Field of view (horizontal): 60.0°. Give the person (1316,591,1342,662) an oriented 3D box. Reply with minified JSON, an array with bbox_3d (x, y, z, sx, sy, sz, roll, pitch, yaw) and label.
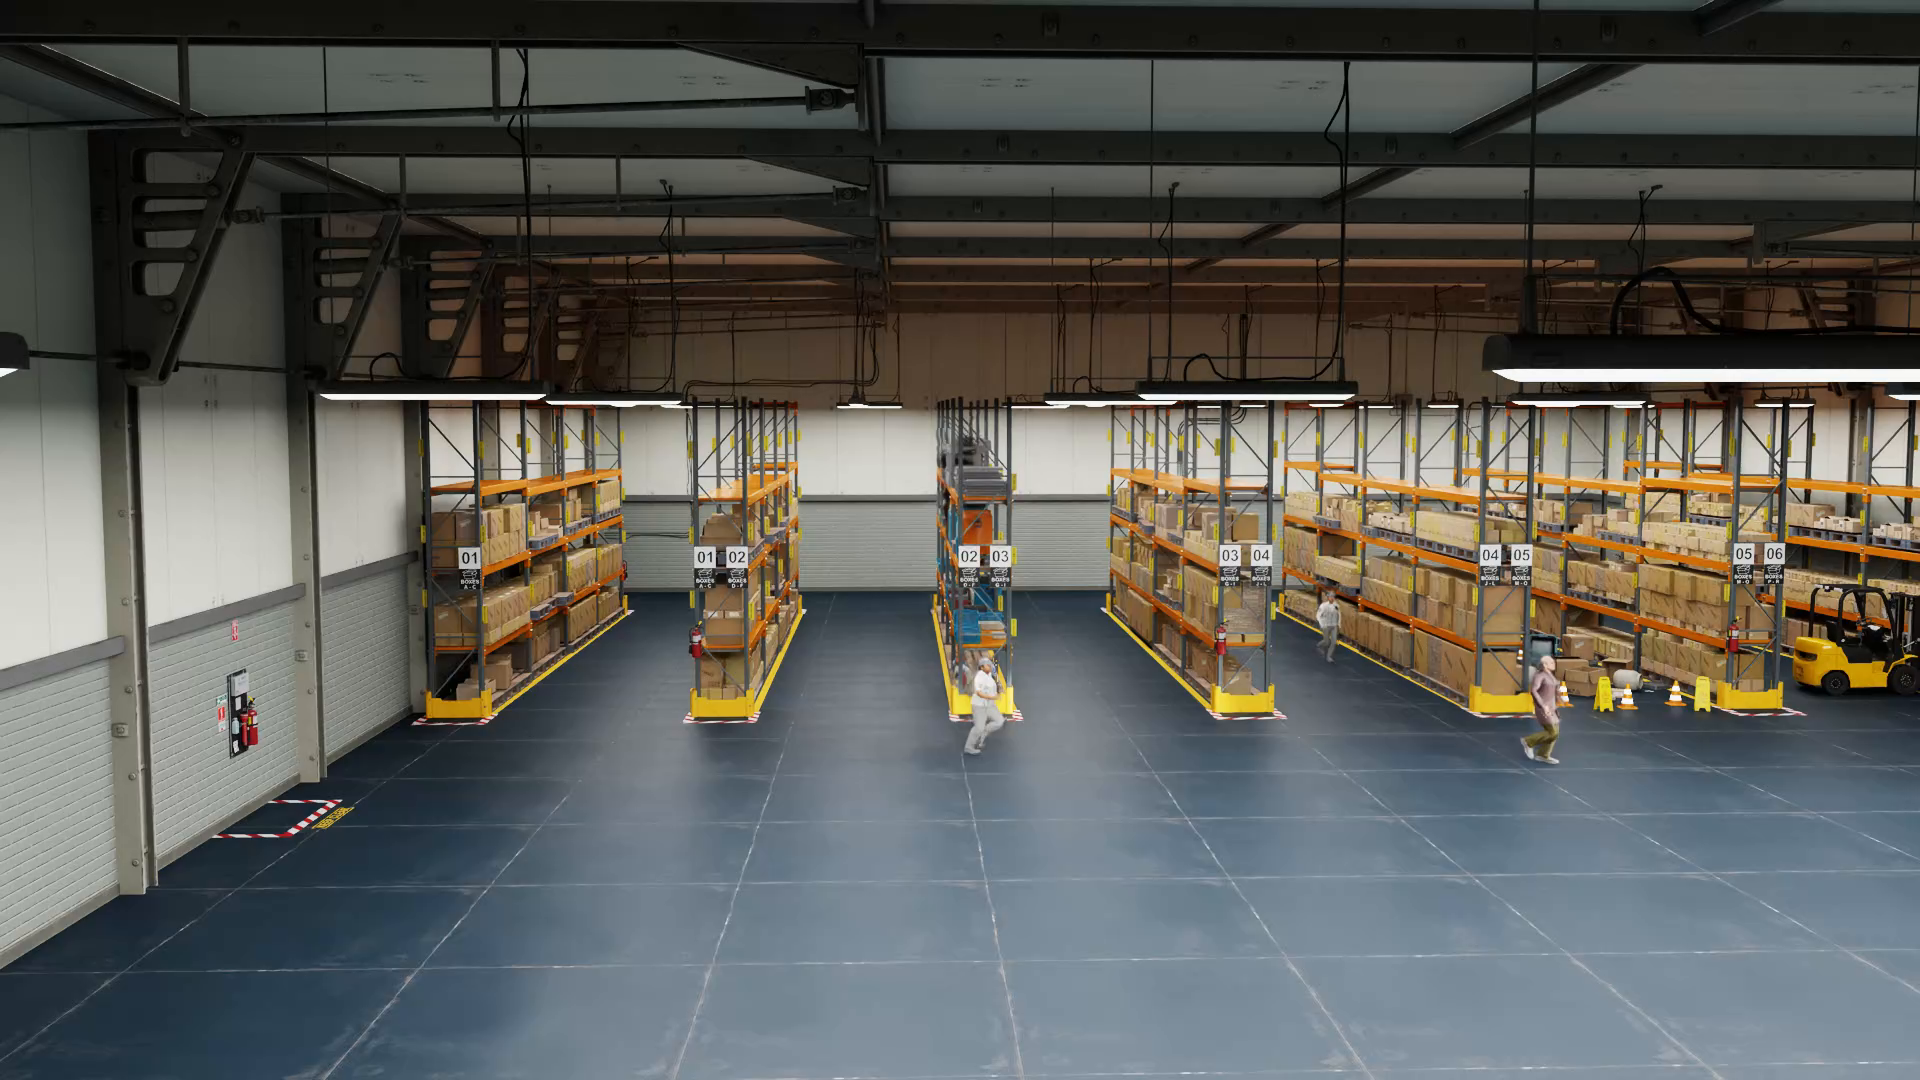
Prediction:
[{"bbox_3d":[8.459,1.966,38.170,0.603,1.642,0.593,-1,4,-9],"label":"person"}]

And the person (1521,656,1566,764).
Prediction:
[{"bbox_3d":[9.527,2.760,27.157,0.633,1.749,0.730,3,5,35],"label":"person"}]

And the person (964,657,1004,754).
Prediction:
[{"bbox_3d":[0.432,2.757,27.775,0.719,1.617,0.625,2,5,29],"label":"person"}]

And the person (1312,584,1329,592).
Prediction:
[{"bbox_3d":[10.590,1.078,48.815,0.807,1.764,0.796,3,5,36],"label":"person"}]
